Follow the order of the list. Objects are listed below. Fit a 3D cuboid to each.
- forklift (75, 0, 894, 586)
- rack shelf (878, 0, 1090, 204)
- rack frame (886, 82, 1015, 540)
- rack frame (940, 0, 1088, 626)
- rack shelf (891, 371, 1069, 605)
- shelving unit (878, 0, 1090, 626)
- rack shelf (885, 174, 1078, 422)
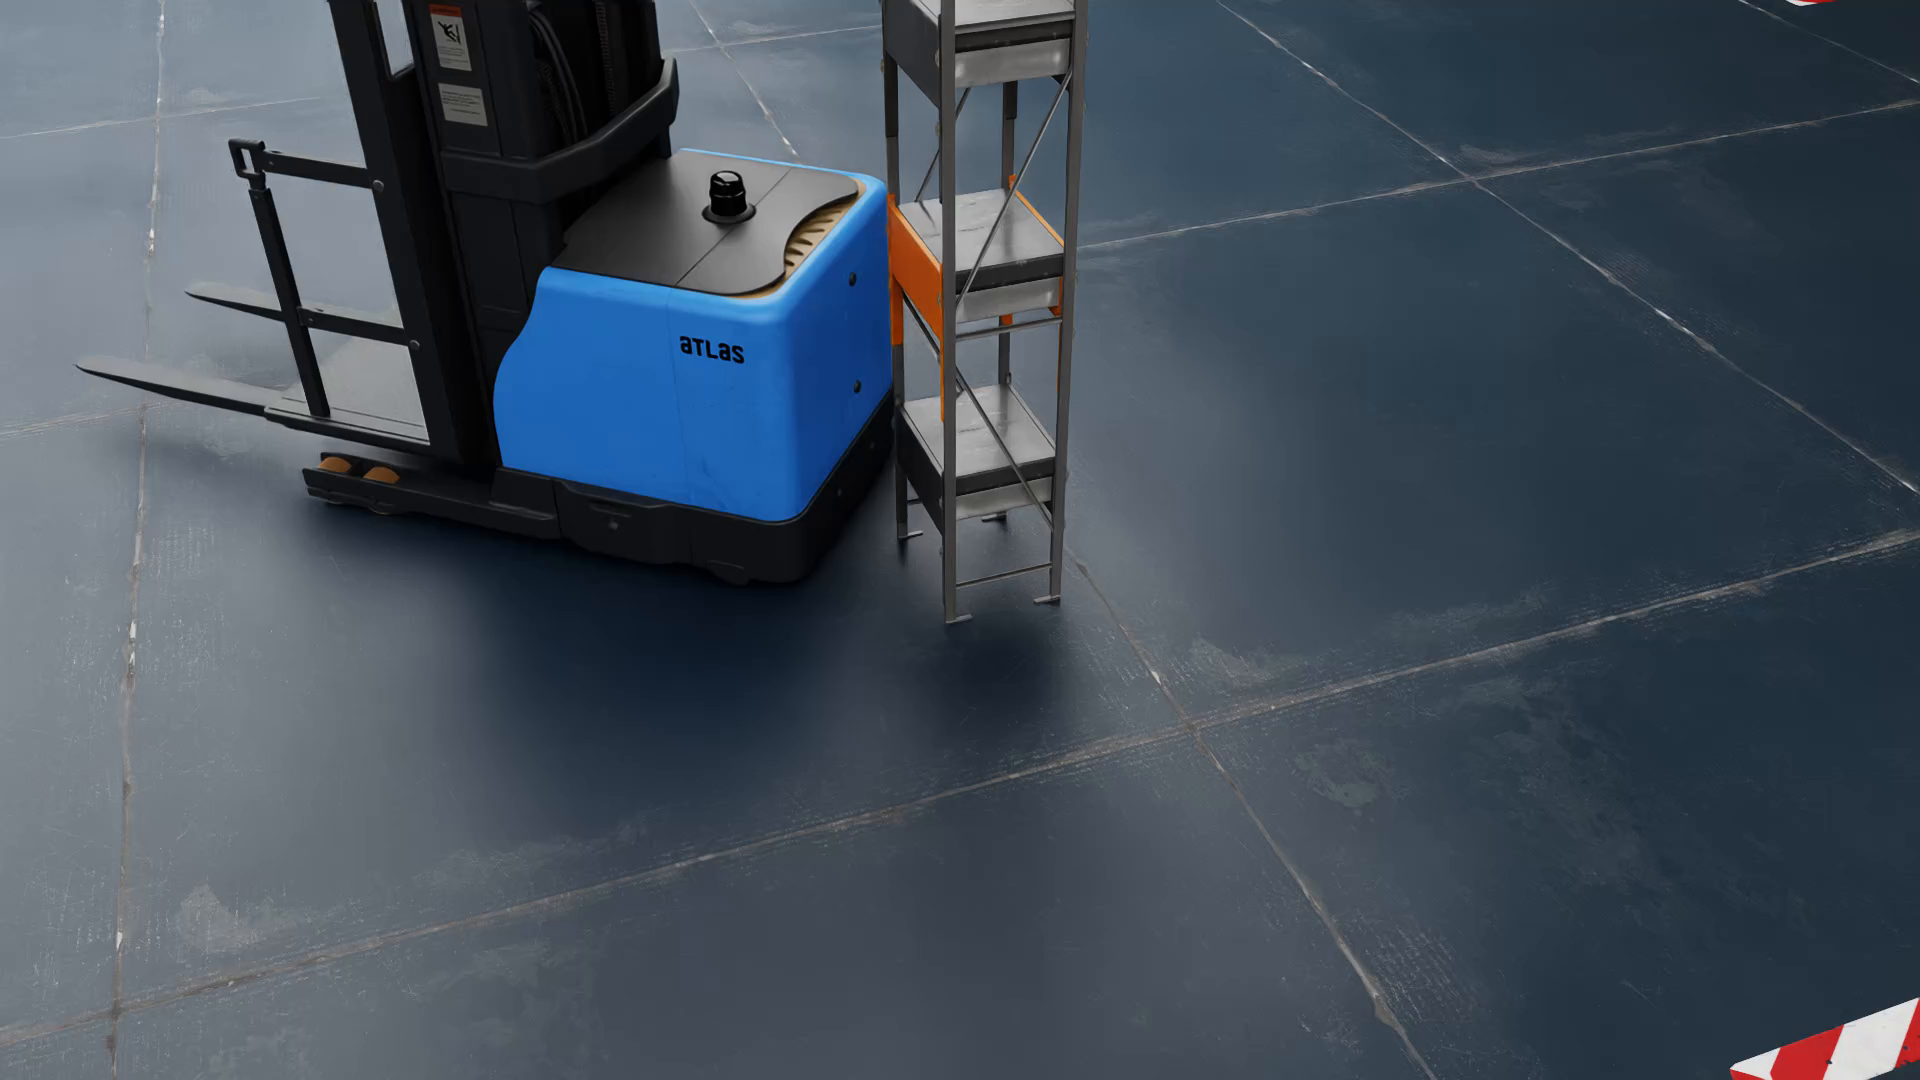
[{"bbox_3d":[-1.791,-1.547,5.368,3.031,2.935,1.130,12,39,15],"label":"forklift"},{"bbox_3d":[0.057,-1.293,4.581,0.431,0.518,0.480,-12,39,-16],"label":"rack shelf"},{"bbox_3d":[-0.027,-0.883,5.177,0.400,2.100,0.015,-12,39,-16],"label":"rack frame"},{"bbox_3d":[0.141,-0.607,4.811,0.400,2.100,0.015,-12,39,-16],"label":"rack frame"},{"bbox_3d":[0.057,-0.175,5.423,0.431,0.518,0.480,-12,39,-16],"label":"rack shelf"},{"bbox_3d":[0.057,-0.745,4.994,0.431,2.100,0.503,-12,39,-16],"label":"shelving unit"},{"bbox_3d":[0.057,-0.734,5.002,0.431,0.518,0.480,-12,39,-16],"label":"rack shelf"}]
